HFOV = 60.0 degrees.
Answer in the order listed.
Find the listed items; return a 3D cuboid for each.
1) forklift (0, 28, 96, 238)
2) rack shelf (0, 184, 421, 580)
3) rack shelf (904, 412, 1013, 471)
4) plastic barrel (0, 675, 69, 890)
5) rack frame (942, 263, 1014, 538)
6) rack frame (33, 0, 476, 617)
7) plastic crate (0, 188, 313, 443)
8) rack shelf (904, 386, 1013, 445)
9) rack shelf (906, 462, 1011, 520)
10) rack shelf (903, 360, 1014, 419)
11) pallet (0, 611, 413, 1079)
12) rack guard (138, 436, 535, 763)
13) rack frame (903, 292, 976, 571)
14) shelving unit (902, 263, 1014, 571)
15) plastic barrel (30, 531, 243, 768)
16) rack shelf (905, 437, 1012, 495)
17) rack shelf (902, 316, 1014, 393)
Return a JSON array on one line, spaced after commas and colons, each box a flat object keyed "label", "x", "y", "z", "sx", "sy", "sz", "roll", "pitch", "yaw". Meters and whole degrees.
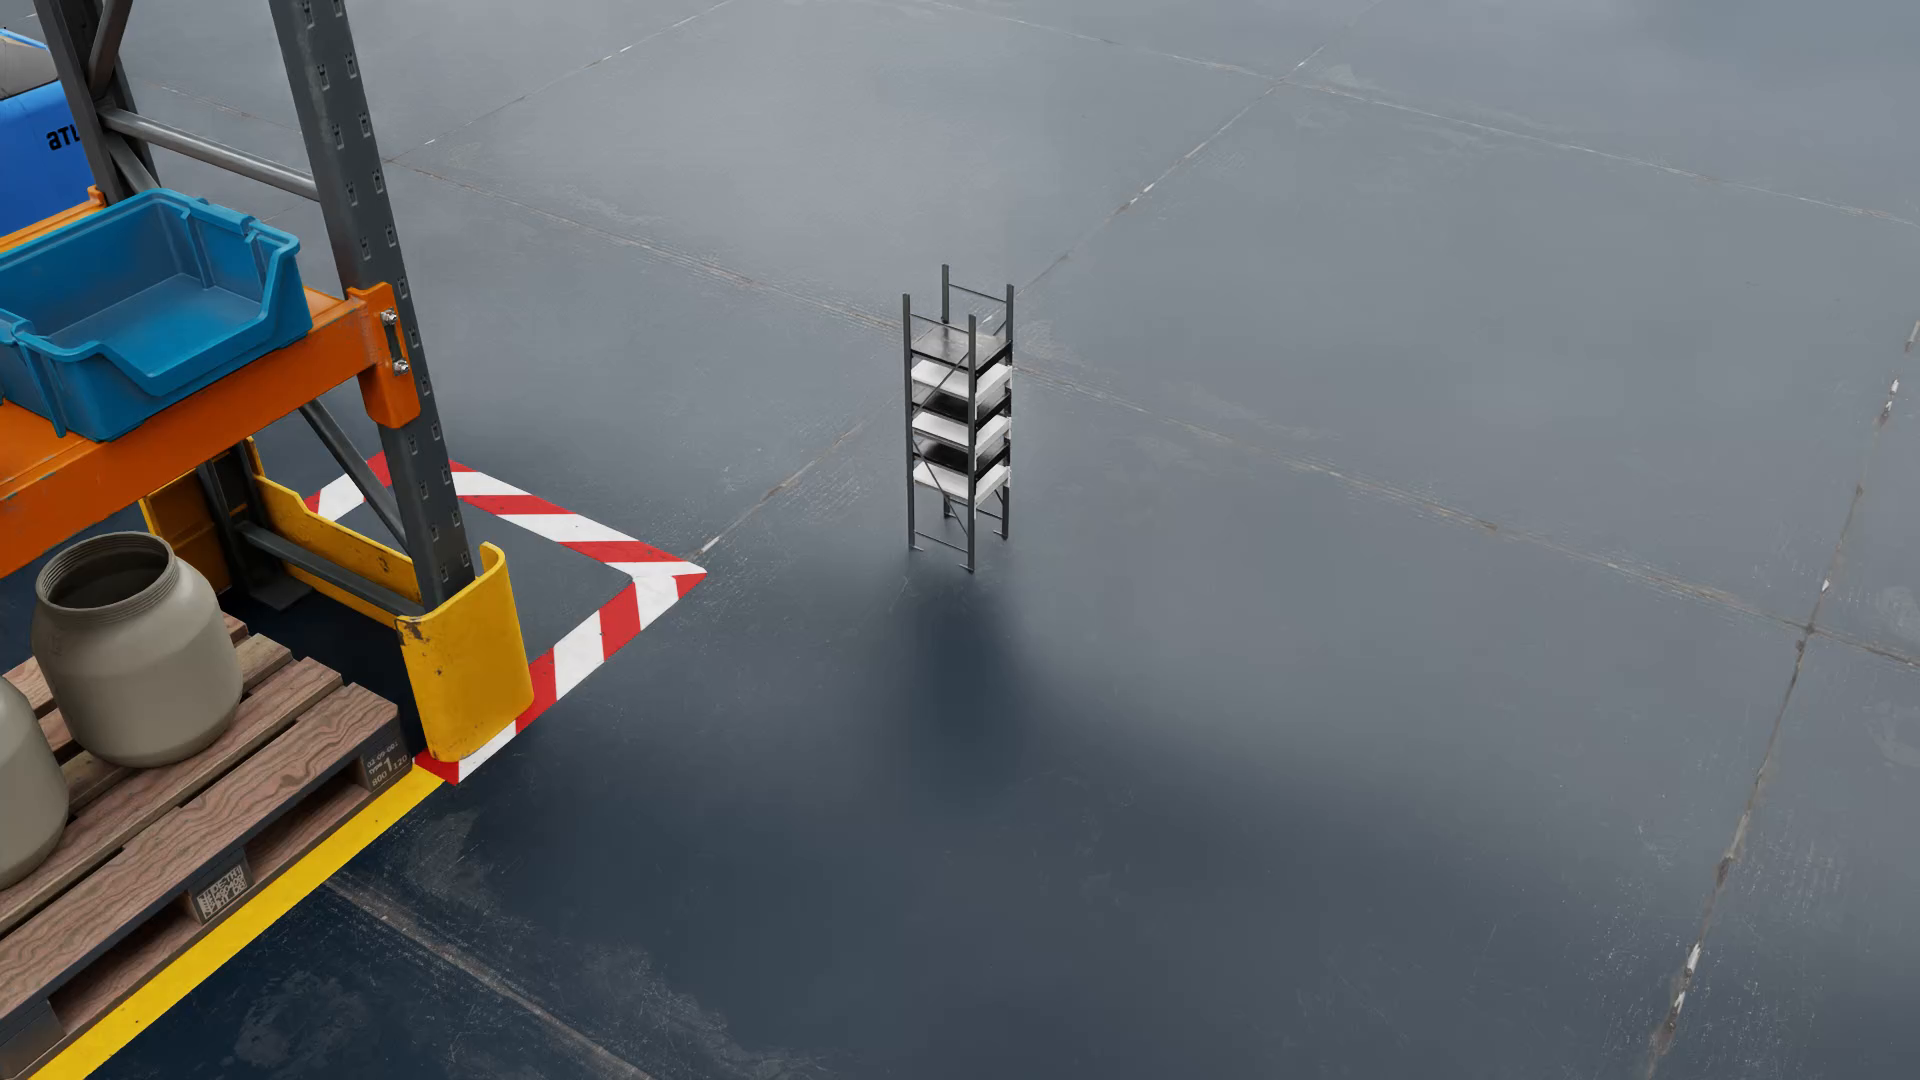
[{"label": "forklift", "x": -4.058, "y": -1.308, "z": 4.546, "sx": 1.130, "sy": 2.935, "sz": 3.031, "roll": 22, "pitch": 43, "yaw": 26}, {"label": "rack shelf", "x": -2.827, "y": 0.408, "z": 2.853, "sx": 1.077, "sy": 0.370, "sz": 4.000, "roll": 21, "pitch": 42, "yaw": 25}, {"label": "rack shelf", "x": -0.004, "y": -0.326, "z": 4.990, "sx": 0.258, "sy": 0.077, "sz": 0.200, "roll": 21, "pitch": 42, "yaw": 25}, {"label": "plastic barrel", "x": -2.312, "y": 0.533, "z": 3.795, "sx": 0.421, "sy": 0.512, "sz": 0.421, "roll": 0, "pitch": 38, "yaw": 0}, {"label": "rack frame", "x": 0.050, "y": -0.405, "z": 5.038, "sx": 0.240, "sy": 0.900, "sz": 0.006, "roll": 21, "pitch": 42, "yaw": 25}, {"label": "rack frame", "x": -1.755, "y": -0.908, "z": 3.971, "sx": 1.000, "sy": 3.000, "sz": 0.127, "roll": 21, "pitch": 42, "yaw": 25}, {"label": "plastic crate", "x": -1.771, "y": -0.493, "z": 3.555, "sx": 0.499, "sy": 0.251, "sz": 0.616, "roll": 21, "pitch": 42, "yaw": 25}, {"label": "rack shelf", "x": -0.004, "y": -0.397, "z": 4.935, "sx": 0.258, "sy": 0.077, "sz": 0.200, "roll": 21, "pitch": 42, "yaw": 25}, {"label": "rack shelf", "x": -0.004, "y": -0.183, "z": 5.100, "sx": 0.258, "sy": 0.077, "sz": 0.200, "roll": 21, "pitch": 42, "yaw": 25}, {"label": "rack shelf", "x": -0.004, "y": -0.468, "z": 4.880, "sx": 0.258, "sy": 0.077, "sz": 0.200, "roll": 21, "pitch": 42, "yaw": 25}, {"label": "pallet", "x": -2.196, "y": 0.668, "z": 4.211, "sx": 1.003, "sy": 0.211, "sz": 1.213, "roll": 21, "pitch": 42, "yaw": 25}, {"label": "rack guard", "x": -1.756, "y": 0.136, "z": 4.664, "sx": 1.175, "sy": 0.500, "sz": 0.348, "roll": 21, "pitch": 42, "yaw": 25}, {"label": "rack frame", "x": -0.059, "y": -0.300, "z": 4.902, "sx": 0.240, "sy": 0.900, "sz": 0.006, "roll": 21, "pitch": 42, "yaw": 25}, {"label": "shelving unit", "x": -0.004, "y": -0.352, "z": 4.970, "sx": 0.258, "sy": 0.900, "sz": 0.210, "roll": 21, "pitch": 42, "yaw": 25}, {"label": "plastic barrel", "x": -2.043, "y": 0.275, "z": 4.130, "sx": 0.421, "sy": 0.512, "sz": 0.421, "roll": 0, "pitch": 38, "yaw": 0}, {"label": "rack shelf", "x": -0.004, "y": -0.255, "z": 5.045, "sx": 0.258, "sy": 0.077, "sz": 0.200, "roll": 21, "pitch": 42, "yaw": 25}, {"label": "rack shelf", "x": -0.004, "y": -0.540, "z": 4.825, "sx": 0.258, "sy": 0.077, "sz": 0.200, "roll": 21, "pitch": 42, "yaw": 25}]
